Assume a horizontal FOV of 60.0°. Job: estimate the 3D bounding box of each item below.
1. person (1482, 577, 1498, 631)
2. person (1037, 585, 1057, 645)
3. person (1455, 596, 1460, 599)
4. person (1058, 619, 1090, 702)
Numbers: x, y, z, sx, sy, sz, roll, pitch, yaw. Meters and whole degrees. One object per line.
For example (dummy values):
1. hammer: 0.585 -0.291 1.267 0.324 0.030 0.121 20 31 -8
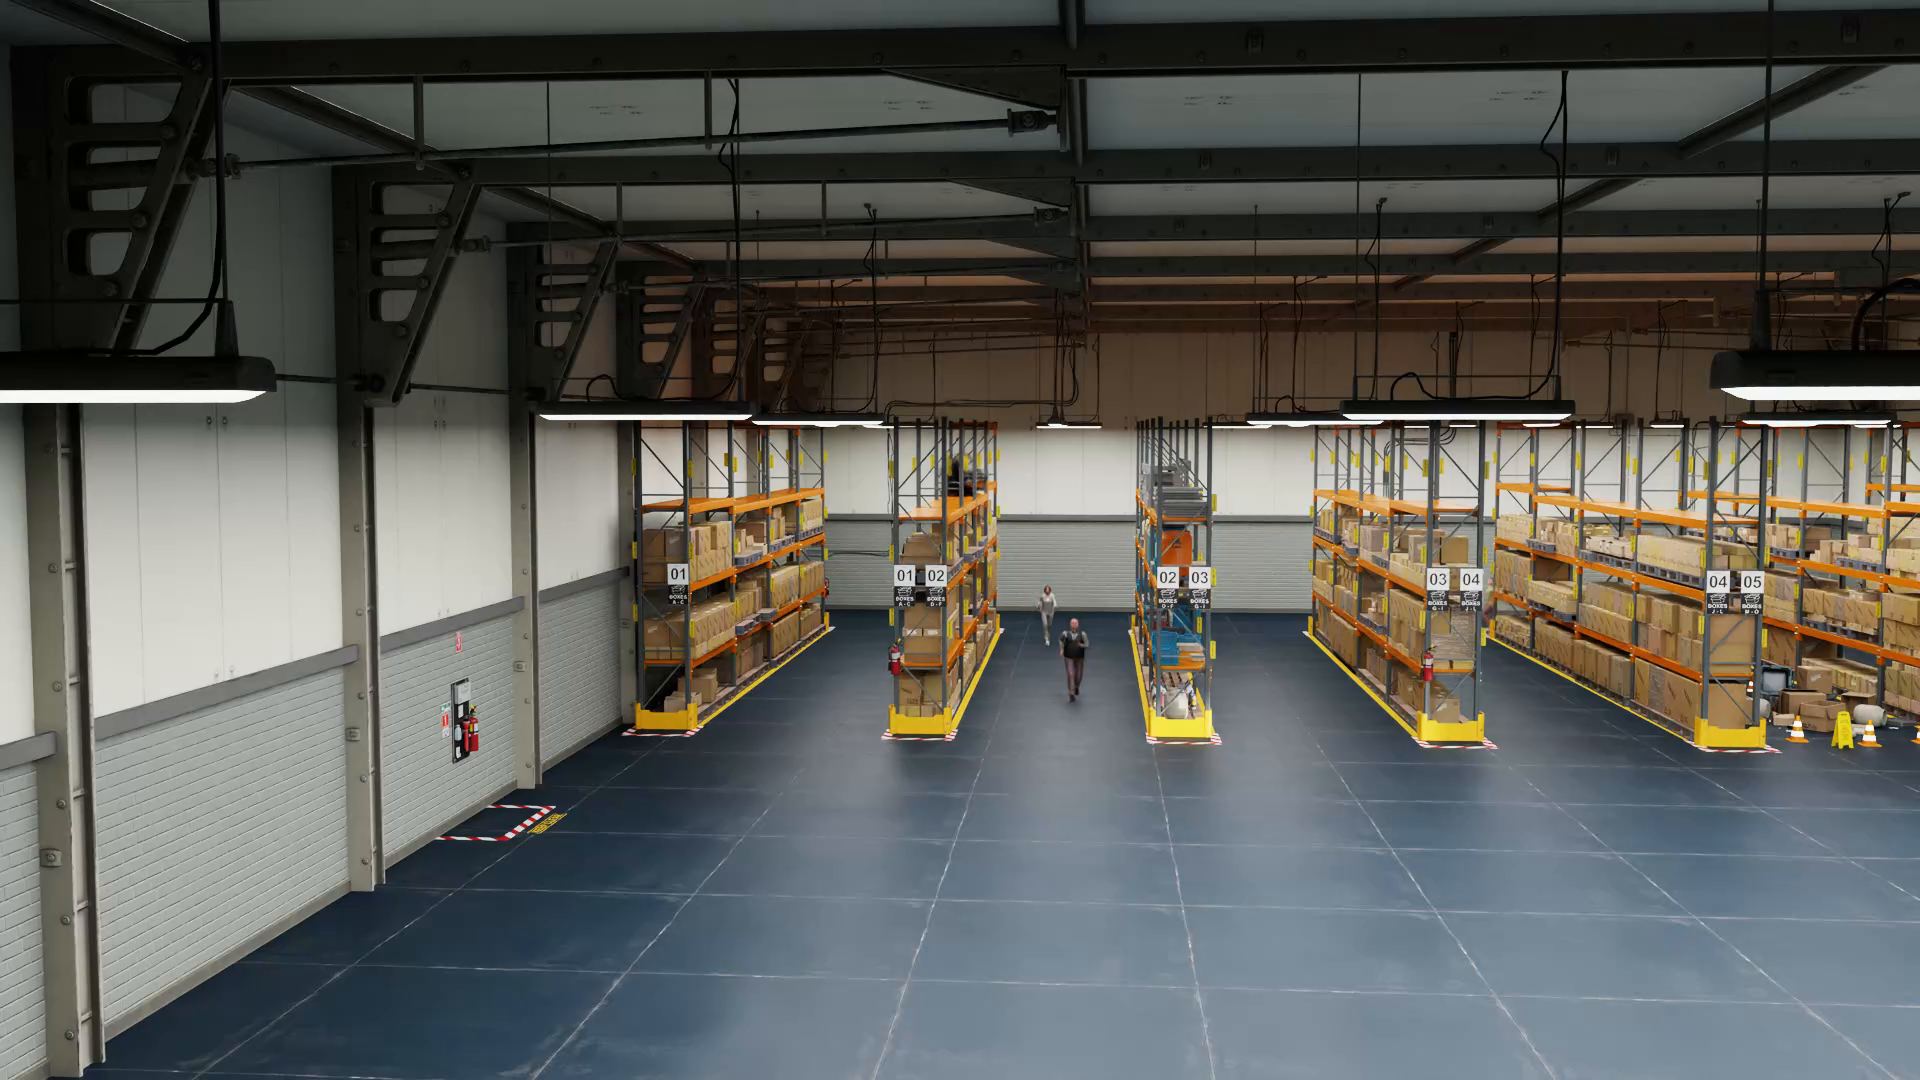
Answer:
1. person: 15.090 1.829 47.489 0.515 1.590 0.691 0 4 5
2. person: 2.351 2.005 44.896 0.516 1.593 0.848 0 4 -4
3. person: 13.503 1.888 45.578 0.681 1.804 0.684 1 4 10
4. person: 2.430 2.526 35.397 0.654 1.709 0.968 0 4 -3
